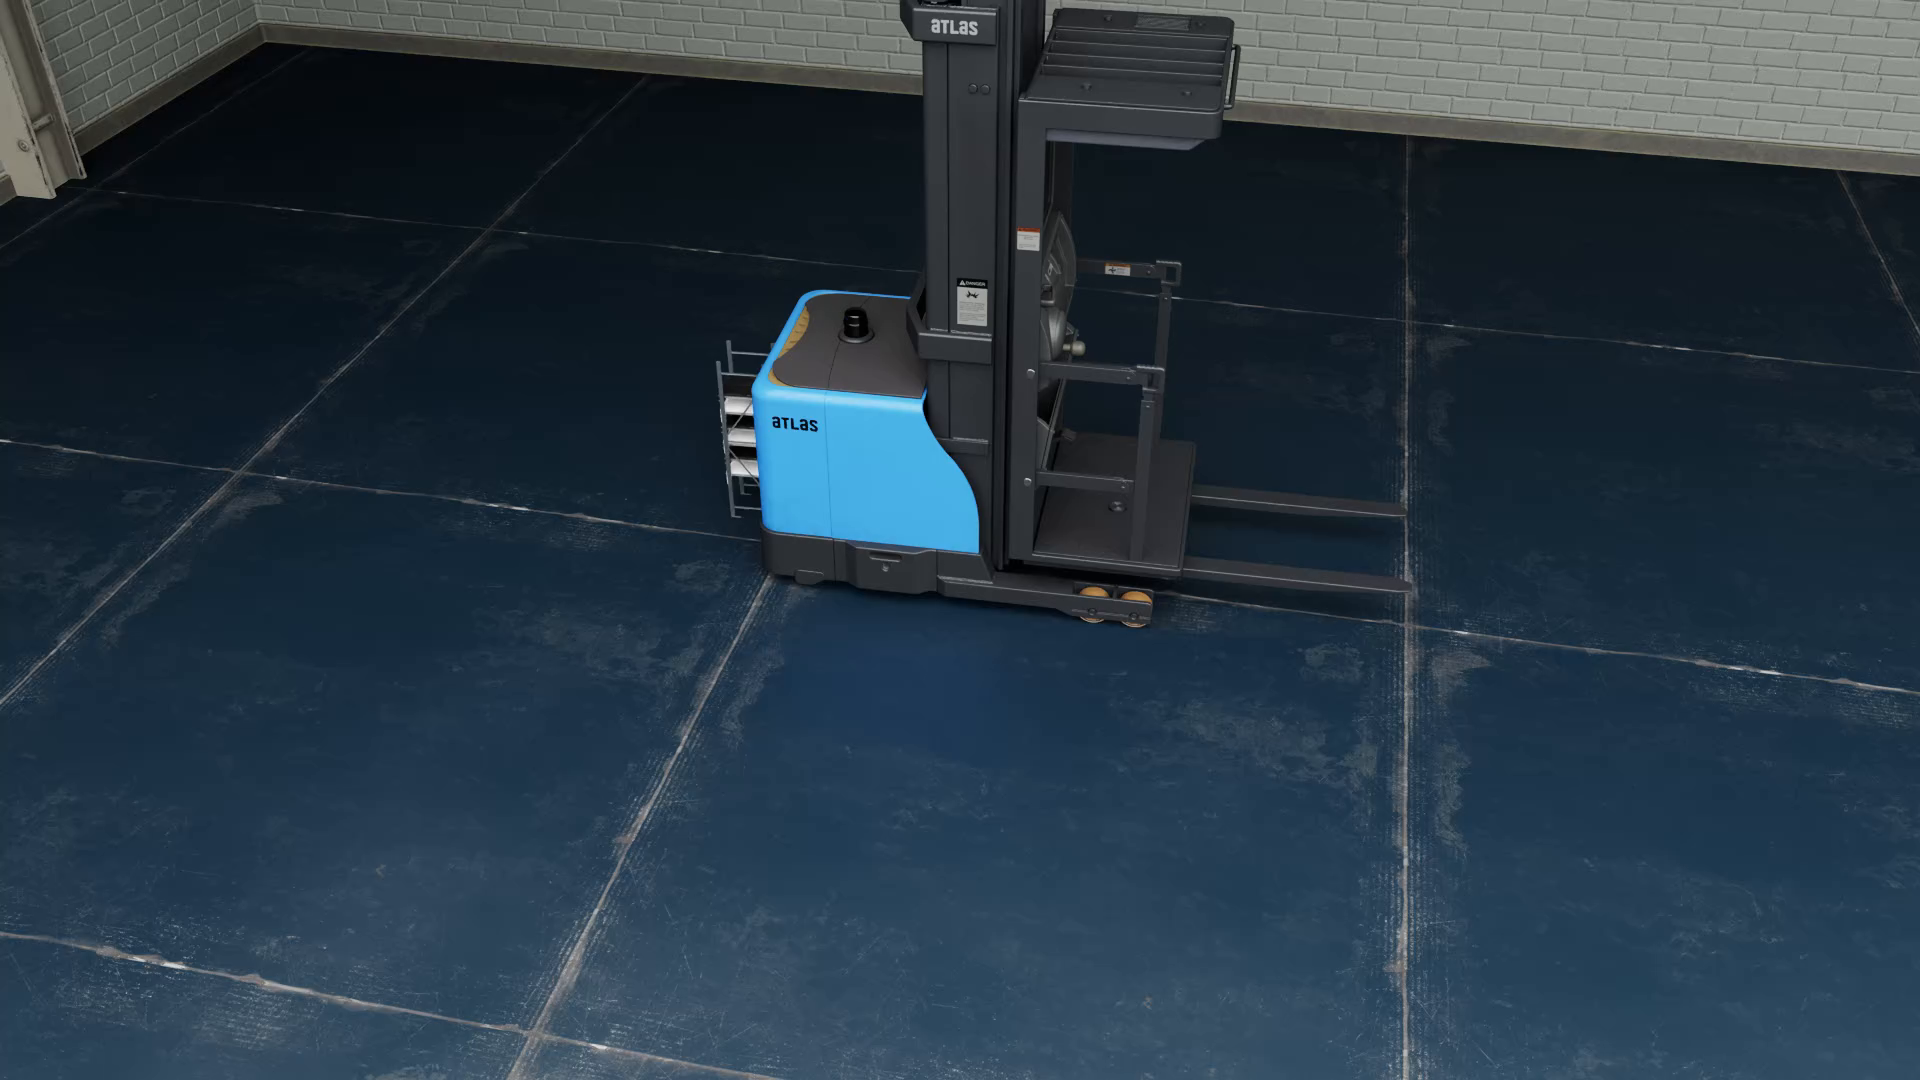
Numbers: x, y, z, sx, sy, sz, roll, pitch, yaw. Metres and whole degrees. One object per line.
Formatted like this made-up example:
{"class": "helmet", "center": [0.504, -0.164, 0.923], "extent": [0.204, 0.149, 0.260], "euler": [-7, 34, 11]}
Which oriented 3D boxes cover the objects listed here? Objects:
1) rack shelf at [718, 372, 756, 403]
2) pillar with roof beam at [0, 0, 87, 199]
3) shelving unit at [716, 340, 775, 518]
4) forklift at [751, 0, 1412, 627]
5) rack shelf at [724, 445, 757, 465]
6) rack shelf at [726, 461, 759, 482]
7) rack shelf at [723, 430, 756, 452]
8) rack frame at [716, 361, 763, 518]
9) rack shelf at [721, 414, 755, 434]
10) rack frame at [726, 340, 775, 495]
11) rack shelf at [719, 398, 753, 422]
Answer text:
{"class": "rack shelf", "center": [-1.025, -0.724, 8.079], "extent": [0.258, 0.077, 0.200], "euler": [4, 36, 6]}
{"class": "pillar with roof beam", "center": [-2.187, -5.596, 8.304], "extent": [9.100, 9.000, 0.400], "euler": [7, 37, 10]}
{"class": "shelving unit", "center": [-1.025, -0.532, 8.218], "extent": [0.258, 0.900, 0.210], "euler": [4, 36, 6]}
{"class": "forklift", "center": [0.621, -1.122, 7.300], "extent": [3.031, 2.935, 1.130], "euler": [6, 36, 8]}
{"class": "rack shelf", "center": [-1.025, -0.432, 8.290], "extent": [0.258, 0.077, 0.200], "euler": [4, 36, 6]}
{"class": "rack shelf", "center": [-1.025, -0.360, 8.343], "extent": [0.258, 0.077, 0.200], "euler": [4, 36, 6]}
{"class": "rack shelf", "center": [-1.025, -0.505, 8.237], "extent": [0.258, 0.077, 0.200], "euler": [4, 36, 6]}
{"class": "rack frame", "center": [-1.037, -0.473, 8.136], "extent": [0.240, 0.900, 0.006], "euler": [4, 36, 6]}
{"class": "rack shelf", "center": [-1.025, -0.578, 8.184], "extent": [0.258, 0.077, 0.200], "euler": [4, 36, 6]}
{"class": "rack frame", "center": [-1.012, -0.591, 8.299], "extent": [0.240, 0.900, 0.006], "euler": [4, 36, 6]}
{"class": "rack shelf", "center": [-1.025, -0.651, 8.132], "extent": [0.258, 0.077, 0.200], "euler": [4, 36, 6]}
